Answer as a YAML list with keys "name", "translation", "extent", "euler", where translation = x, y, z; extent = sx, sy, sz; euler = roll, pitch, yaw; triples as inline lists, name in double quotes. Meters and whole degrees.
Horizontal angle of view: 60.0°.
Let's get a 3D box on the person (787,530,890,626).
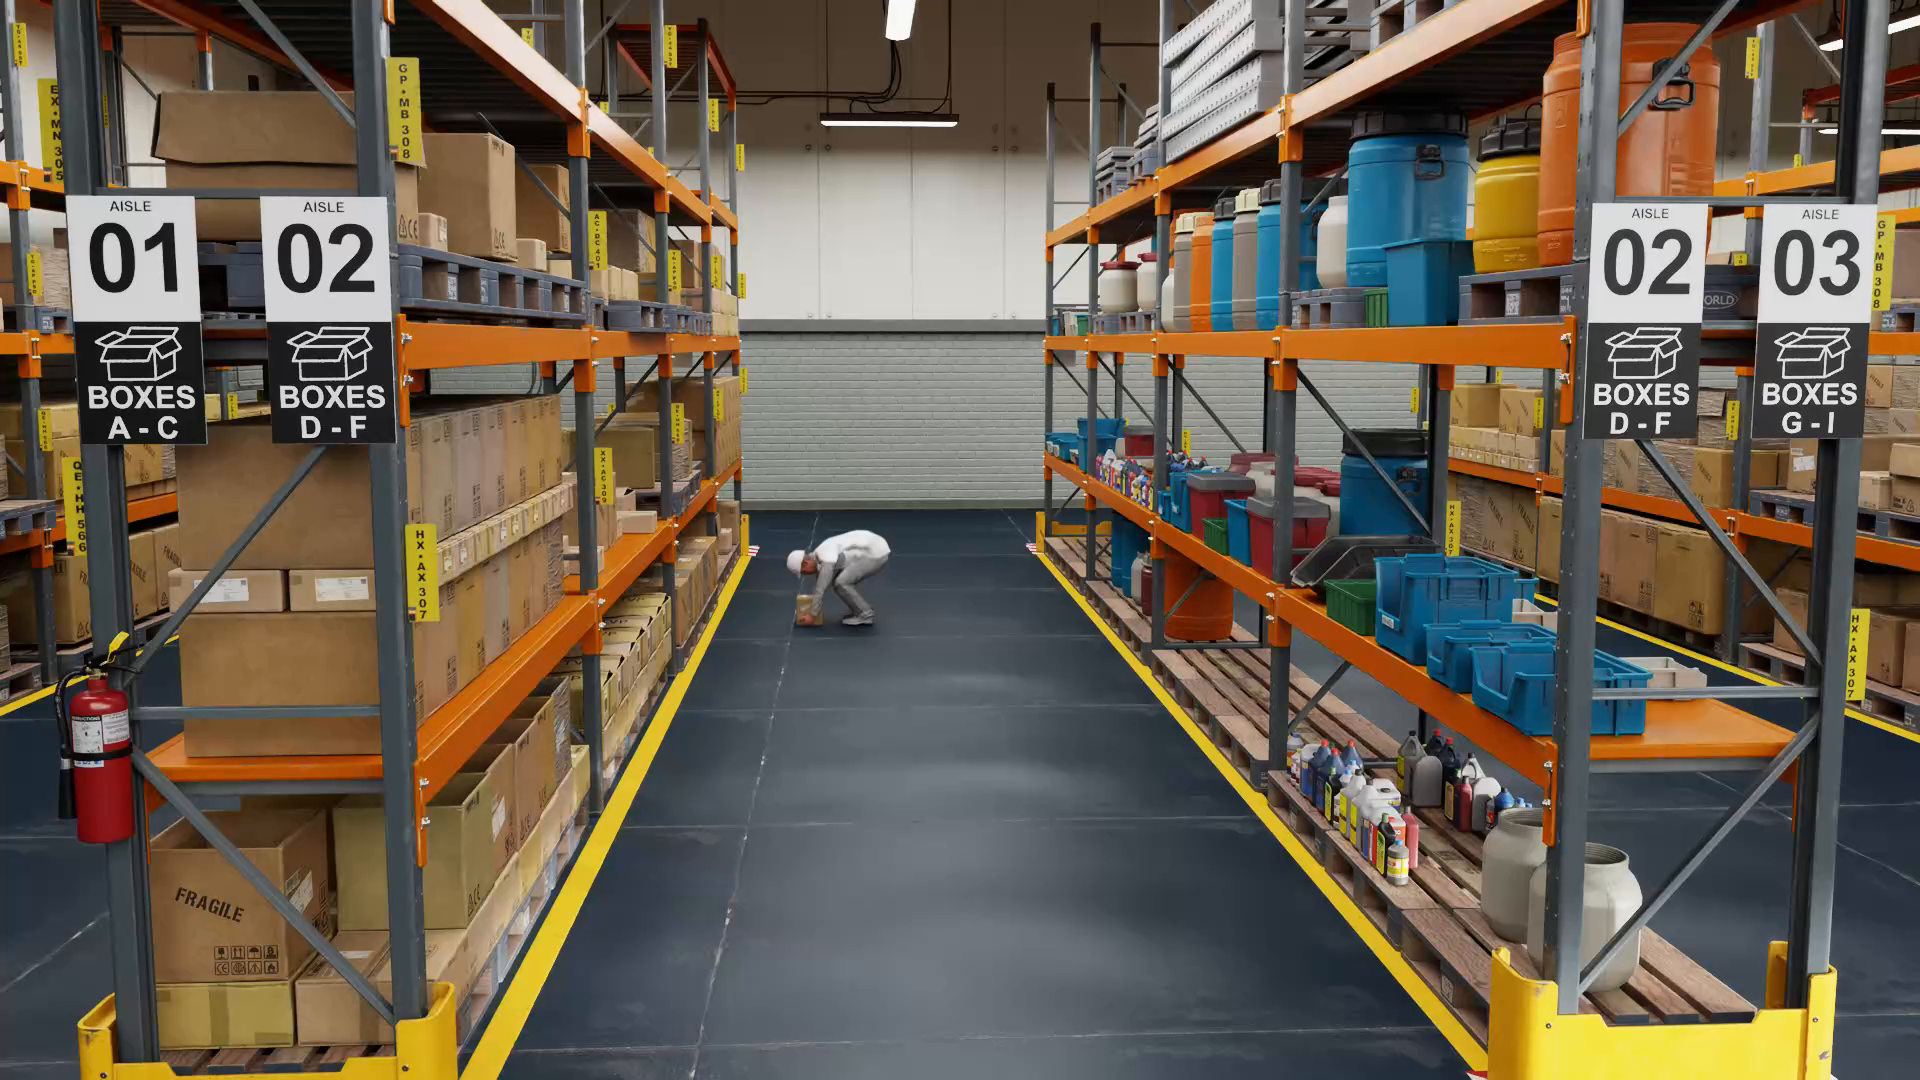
- name: "person"
  translation: [-1.183, 0.366, 16.240]
  extent: [1.001, 0.916, 0.519]
  euler: [-1, 7, -6]
